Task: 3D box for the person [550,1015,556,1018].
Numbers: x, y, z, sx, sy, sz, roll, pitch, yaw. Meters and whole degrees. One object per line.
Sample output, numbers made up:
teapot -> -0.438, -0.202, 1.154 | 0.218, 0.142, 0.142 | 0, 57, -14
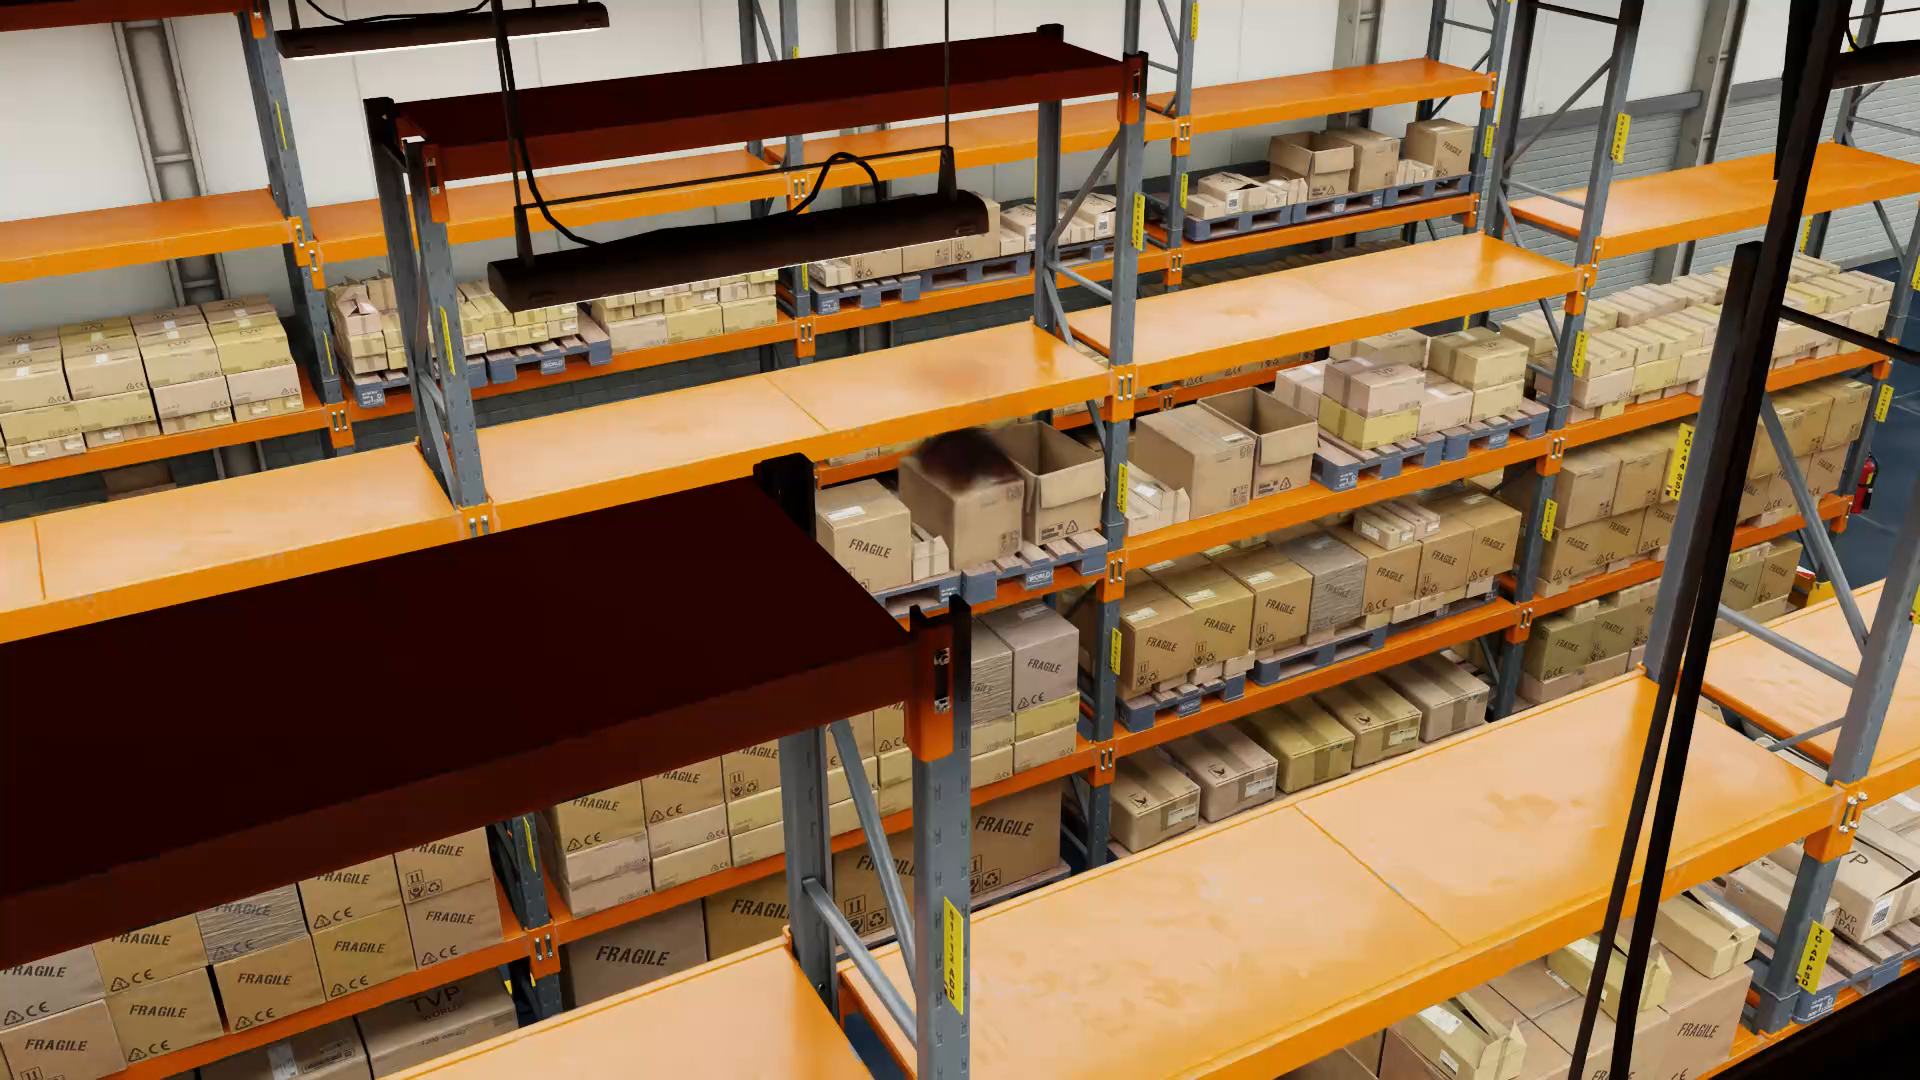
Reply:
person -> -2.066, 3.263, 9.040 | 0.395, 1.690, 0.480 | 24, 36, 37
